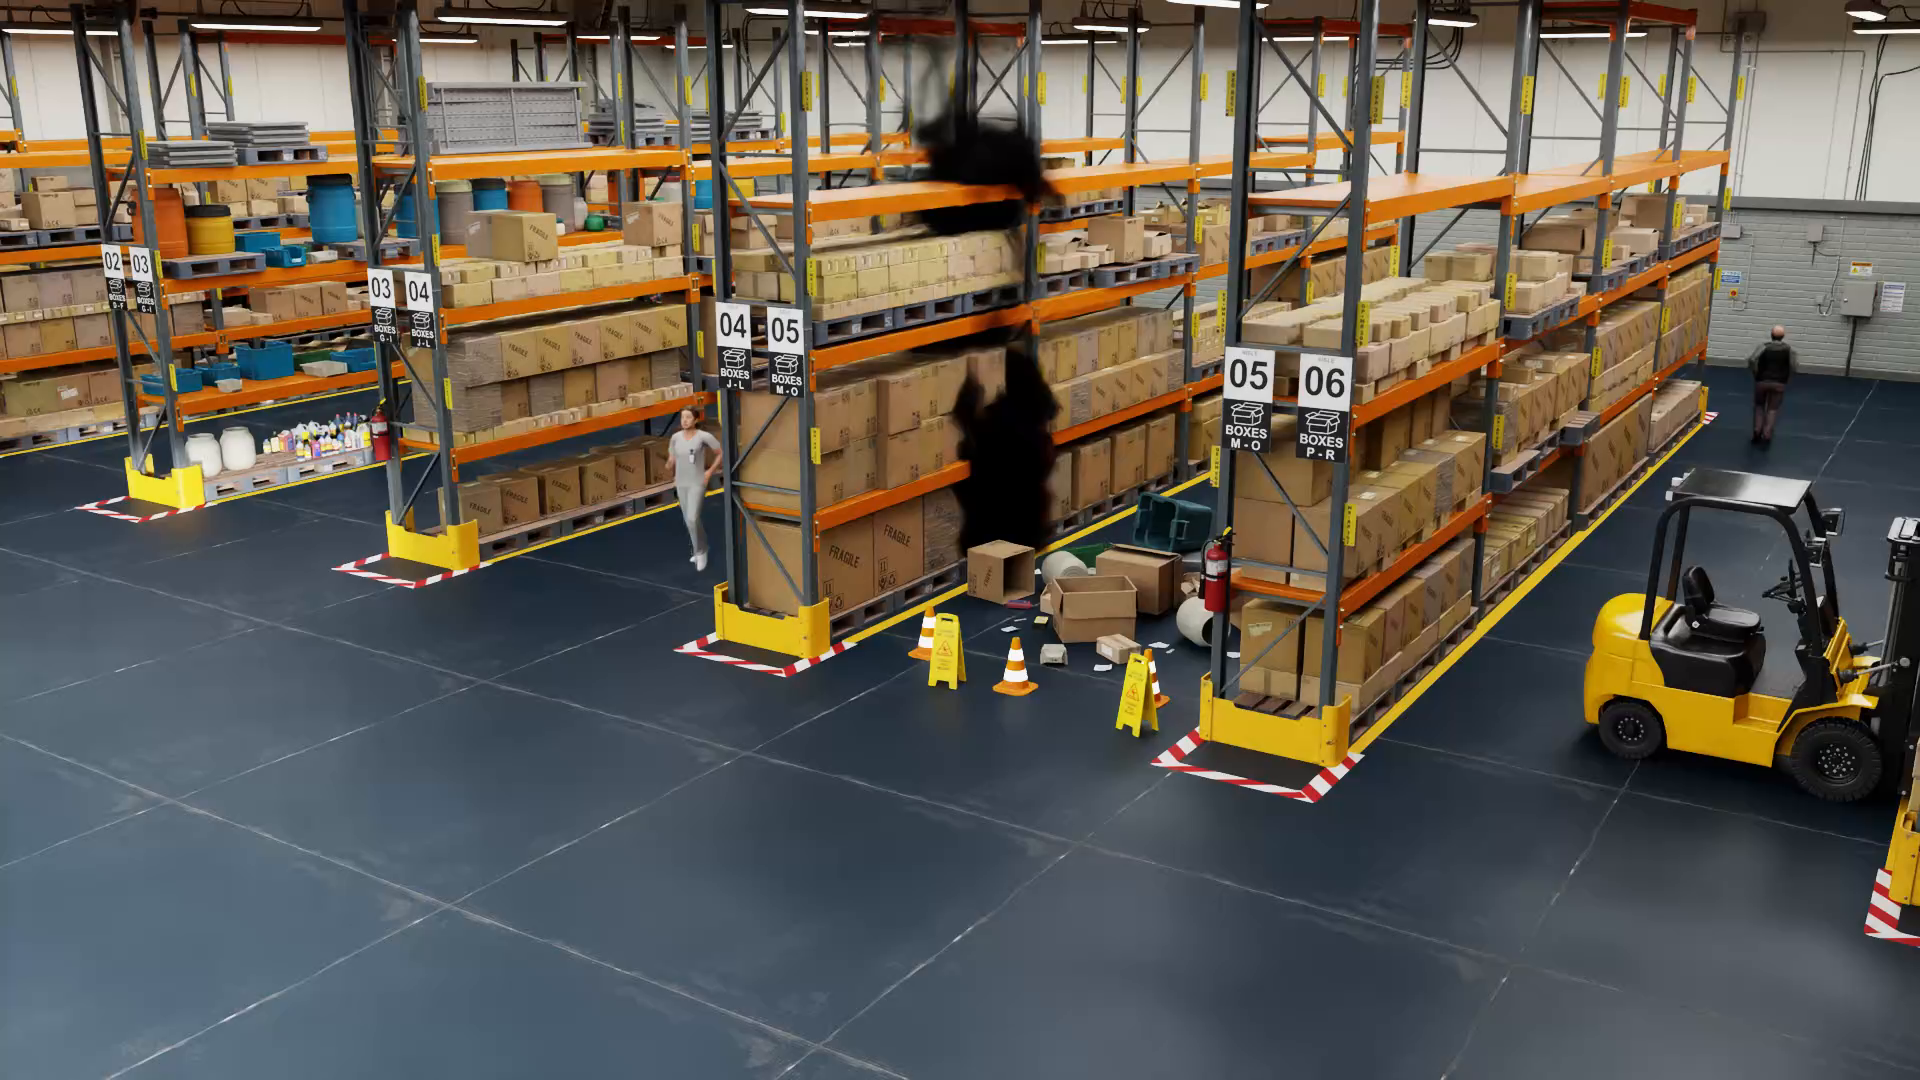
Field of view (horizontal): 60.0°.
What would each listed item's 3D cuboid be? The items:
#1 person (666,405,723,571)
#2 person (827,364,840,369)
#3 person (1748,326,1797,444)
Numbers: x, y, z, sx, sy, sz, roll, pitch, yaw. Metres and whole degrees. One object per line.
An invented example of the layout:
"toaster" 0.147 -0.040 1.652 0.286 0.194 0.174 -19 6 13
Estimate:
"person" -2.744 -0.392 16.988 0.548 1.457 0.613 5 16 19
"person" -1.474 -1.695 20.883 0.663 1.813 0.927 7 17 23
"person" 11.696 -2.219 24.012 0.637 1.763 0.711 8 18 28
